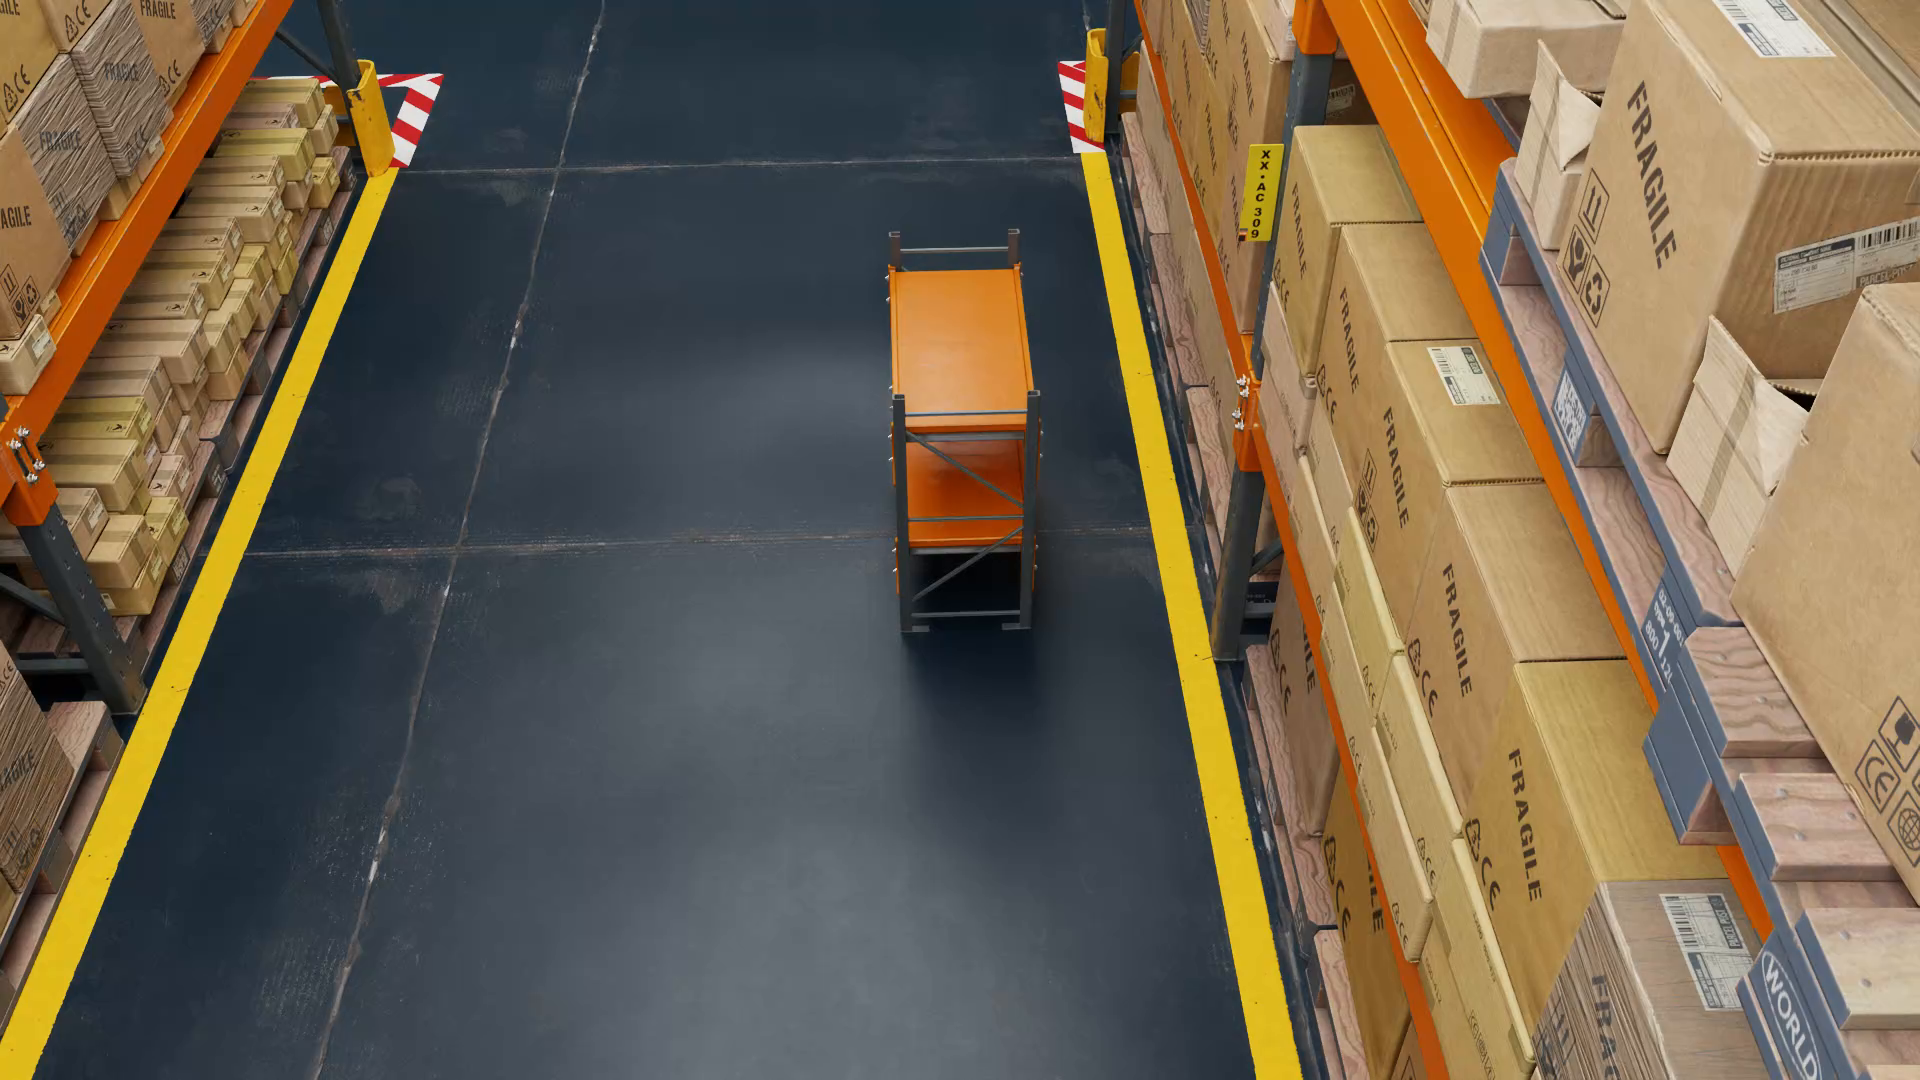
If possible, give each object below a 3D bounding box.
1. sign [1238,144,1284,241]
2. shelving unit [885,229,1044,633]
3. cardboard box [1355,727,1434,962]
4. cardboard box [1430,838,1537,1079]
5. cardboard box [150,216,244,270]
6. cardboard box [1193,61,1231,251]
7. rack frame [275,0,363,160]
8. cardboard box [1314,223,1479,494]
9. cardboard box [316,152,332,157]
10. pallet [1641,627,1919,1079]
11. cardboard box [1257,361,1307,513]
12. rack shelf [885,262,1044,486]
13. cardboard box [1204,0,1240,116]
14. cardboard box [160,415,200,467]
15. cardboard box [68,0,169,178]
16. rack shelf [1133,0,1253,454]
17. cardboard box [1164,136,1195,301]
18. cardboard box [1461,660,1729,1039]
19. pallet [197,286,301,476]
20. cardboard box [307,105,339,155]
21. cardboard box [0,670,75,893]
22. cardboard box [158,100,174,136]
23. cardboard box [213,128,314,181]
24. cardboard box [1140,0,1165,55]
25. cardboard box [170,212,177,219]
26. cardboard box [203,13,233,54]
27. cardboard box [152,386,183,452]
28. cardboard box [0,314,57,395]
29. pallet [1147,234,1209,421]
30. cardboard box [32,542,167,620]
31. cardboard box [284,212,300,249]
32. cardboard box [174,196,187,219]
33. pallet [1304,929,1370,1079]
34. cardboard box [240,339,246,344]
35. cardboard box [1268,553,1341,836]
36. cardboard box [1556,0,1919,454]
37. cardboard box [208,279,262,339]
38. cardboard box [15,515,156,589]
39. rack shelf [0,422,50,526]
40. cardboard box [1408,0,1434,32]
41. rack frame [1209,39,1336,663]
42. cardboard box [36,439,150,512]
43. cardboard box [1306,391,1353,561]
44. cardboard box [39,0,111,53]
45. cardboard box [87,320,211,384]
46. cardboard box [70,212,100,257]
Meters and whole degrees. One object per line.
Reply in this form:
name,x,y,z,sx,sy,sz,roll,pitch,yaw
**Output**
sign,0.896,-1.032,4.957,0.100,0.325,0.005,-2,43,-2
shelving unit,0.000,-0.419,6.375,0.538,1.125,1.048,-2,43,-2
cardboard box,1.246,0.693,3.885,0.500,0.250,0.500,-2,43,-2
cardboard box,1.278,0.860,3.333,0.500,0.250,0.500,-3,43,-3
cardboard box,-3.379,-1.284,7.290,0.380,0.149,0.250,-3,43,-3
cardboard box,1.147,-1.391,5.973,0.500,0.500,0.500,-3,43,-3
rack frame,-3.661,-3.191,8.011,1.000,3.000,0.127,-2,43,-2
cardboard box,1.231,-0.458,4.216,0.500,0.500,0.500,-2,43,-2
cardboard box,-3.430,-1.945,8.451,0.380,0.149,0.250,-1,43,-1
pallet,1.539,0.530,1.871,1.213,0.211,1.003,0,43,0
cardboard box,1.205,-0.341,5.013,0.500,0.250,0.500,-3,43,-3
rack shelf,0.000,-0.635,6.177,0.538,0.278,1.000,-2,43,-2
cardboard box,1.141,-1.760,5.636,0.500,0.500,0.500,-2,43,-2
cardboard box,-3.320,-0.365,6.728,0.380,0.149,0.250,-2,43,-3
cardboard box,-3.274,-1.653,6.040,0.500,0.500,0.500,-2,43,-3
rack shelf,1.365,-1.786,7.011,1.077,0.370,4.000,-2,43,-2
cardboard box,1.455,-1.551,7.808,0.875,0.438,0.875,-1,43,-1
cardboard box,1.292,0.571,3.093,0.500,0.500,0.500,-2,43,-2
pallet,-3.610,-0.740,7.402,1.003,0.211,1.213,-2,43,-2
cardboard box,-3.354,-2.056,8.352,0.380,0.149,0.250,-3,43,-3
cardboard box,-3.208,0.769,5.231,0.500,0.500,0.500,-2,43,-3
cardboard box,-3.339,-1.666,6.533,0.380,0.149,0.250,0,43,0
cardboard box,-3.294,-1.821,7.876,0.380,0.149,0.250,-3,43,-3
cardboard box,1.067,-2.421,7.097,0.500,0.500,0.500,-2,43,-2
cardboard box,-3.848,-1.590,8.064,0.380,0.149,0.250,-1,43,-1
cardboard box,-3.350,-2.198,7.114,0.380,0.149,0.250,-3,43,-4
cardboard box,-3.342,-0.472,6.624,0.380,0.149,0.250,-4,43,-4
cardboard box,-3.176,-0.598,5.369,0.380,0.149,0.250,0,43,0
pallet,1.441,-1.014,7.700,1.003,0.211,1.213,-2,43,-2
cardboard box,-3.186,0.151,6.165,0.380,0.149,0.250,-3,43,-4
cardboard box,-3.370,-1.427,7.886,0.380,0.149,0.250,-1,43,-1
cardboard box,-3.421,-1.521,7.768,0.380,0.149,0.250,-2,43,-2
pallet,1.613,1.672,4.770,1.003,0.211,1.213,-2,43,-2
cardboard box,-3.369,-0.899,7.310,0.380,0.149,0.250,-1,43,-1
cardboard box,1.556,0.344,5.416,0.875,0.875,0.875,0,43,0
cardboard box,1.255,-0.479,2.448,0.500,0.500,0.500,-1,43,-1
cardboard box,-3.263,-0.998,7.197,0.380,0.149,0.250,-1,43,-1
cardboard box,-3.187,0.042,6.063,0.380,0.149,0.250,0,43,0
rack shelf,-3.406,1.125,3.835,1.077,0.370,4.000,-2,43,-2
cardboard box,1.198,-1.395,3.447,0.500,0.500,0.500,-2,43,-3
rack frame,1.450,-0.701,5.295,1.000,3.000,0.127,-2,43,-2
cardboard box,-3.251,-0.240,6.150,0.380,0.149,0.250,0,43,0
cardboard box,1.237,-0.173,4.460,0.500,0.250,0.500,-1,43,-1
cardboard box,-3.295,-2.008,5.686,0.500,0.500,0.500,-1,43,-1
cardboard box,-3.274,-0.759,6.717,0.380,0.149,0.250,-1,43,-1
cardboard box,-3.331,-1.133,5.952,0.380,0.149,0.250,-3,43,-4
